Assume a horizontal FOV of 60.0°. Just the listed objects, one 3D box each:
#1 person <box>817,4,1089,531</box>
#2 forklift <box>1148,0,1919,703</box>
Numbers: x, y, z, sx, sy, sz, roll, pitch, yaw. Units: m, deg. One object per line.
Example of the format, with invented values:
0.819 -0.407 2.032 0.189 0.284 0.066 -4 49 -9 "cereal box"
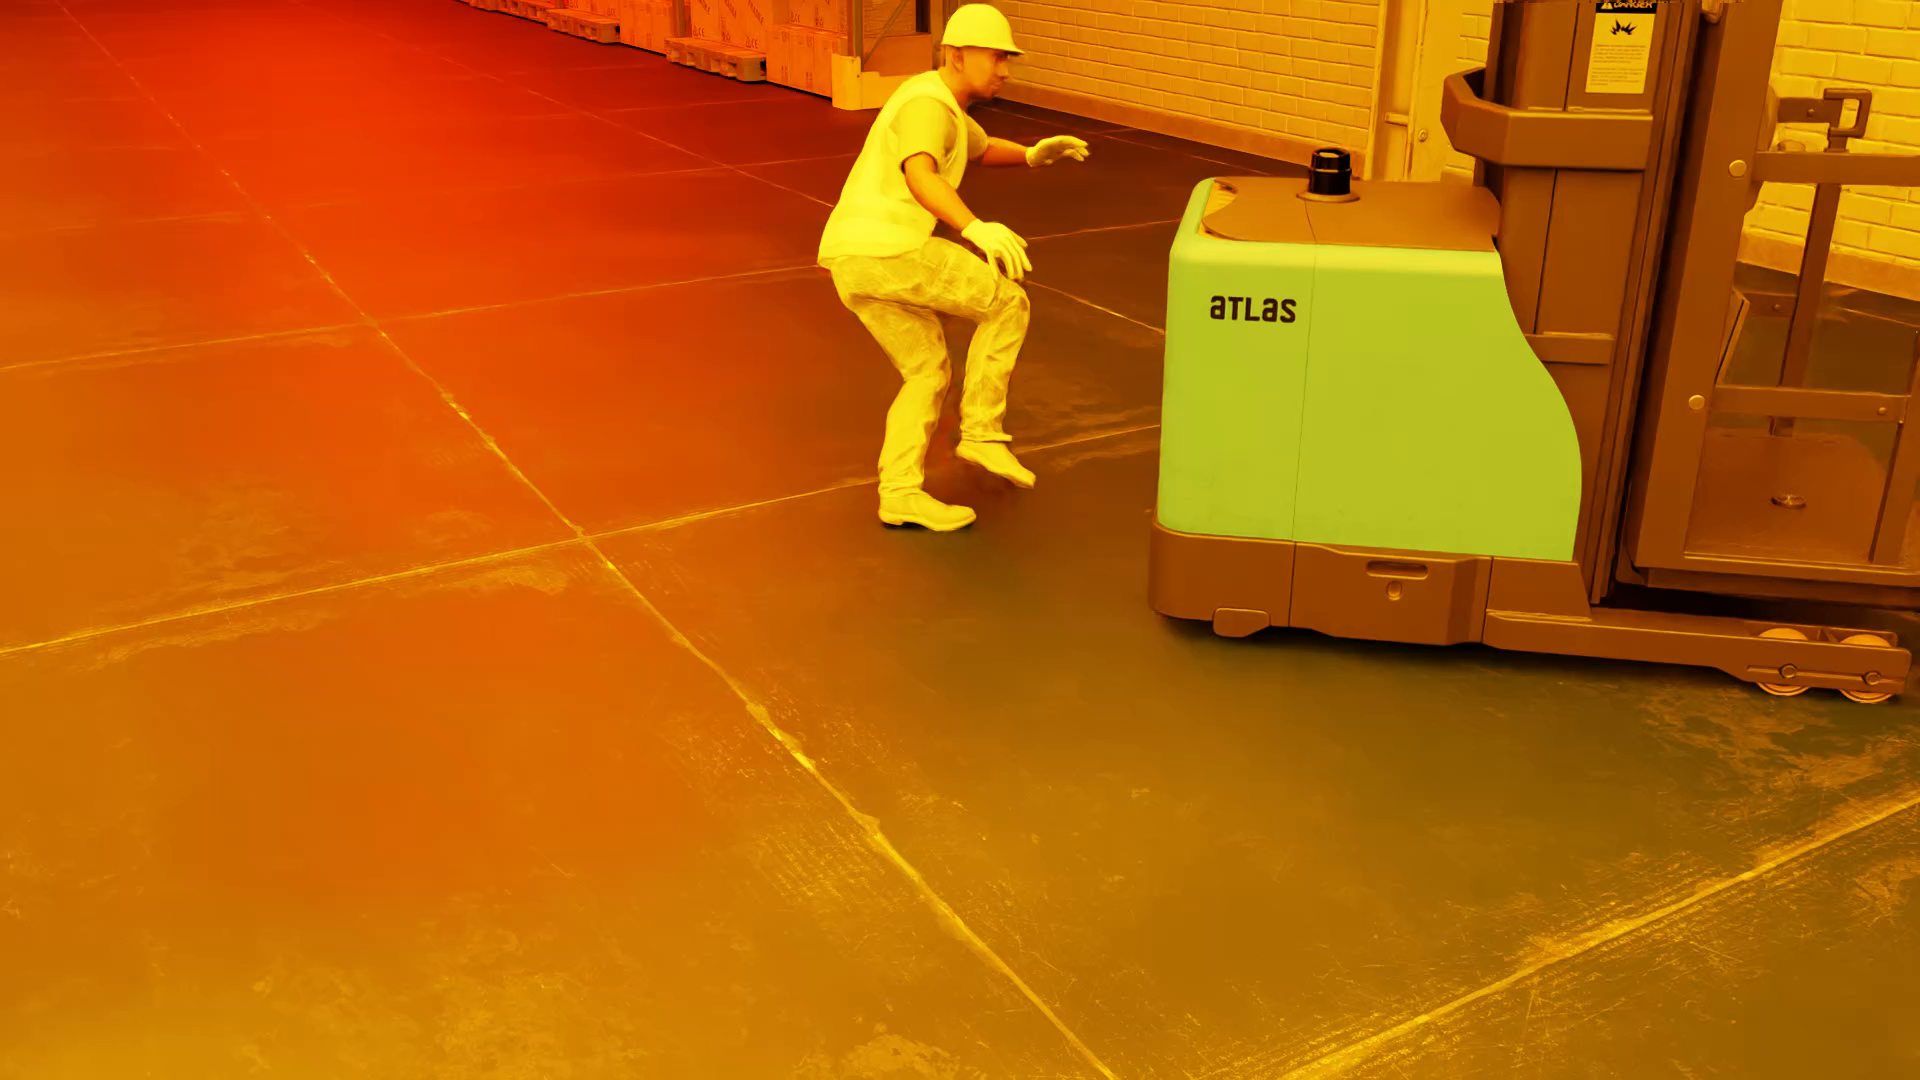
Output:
0.030 -0.892 5.303 0.914 1.535 1.023 -7 23 -16 "person"
2.082 -1.170 4.124 3.031 2.935 1.130 4 23 10 "forklift"
